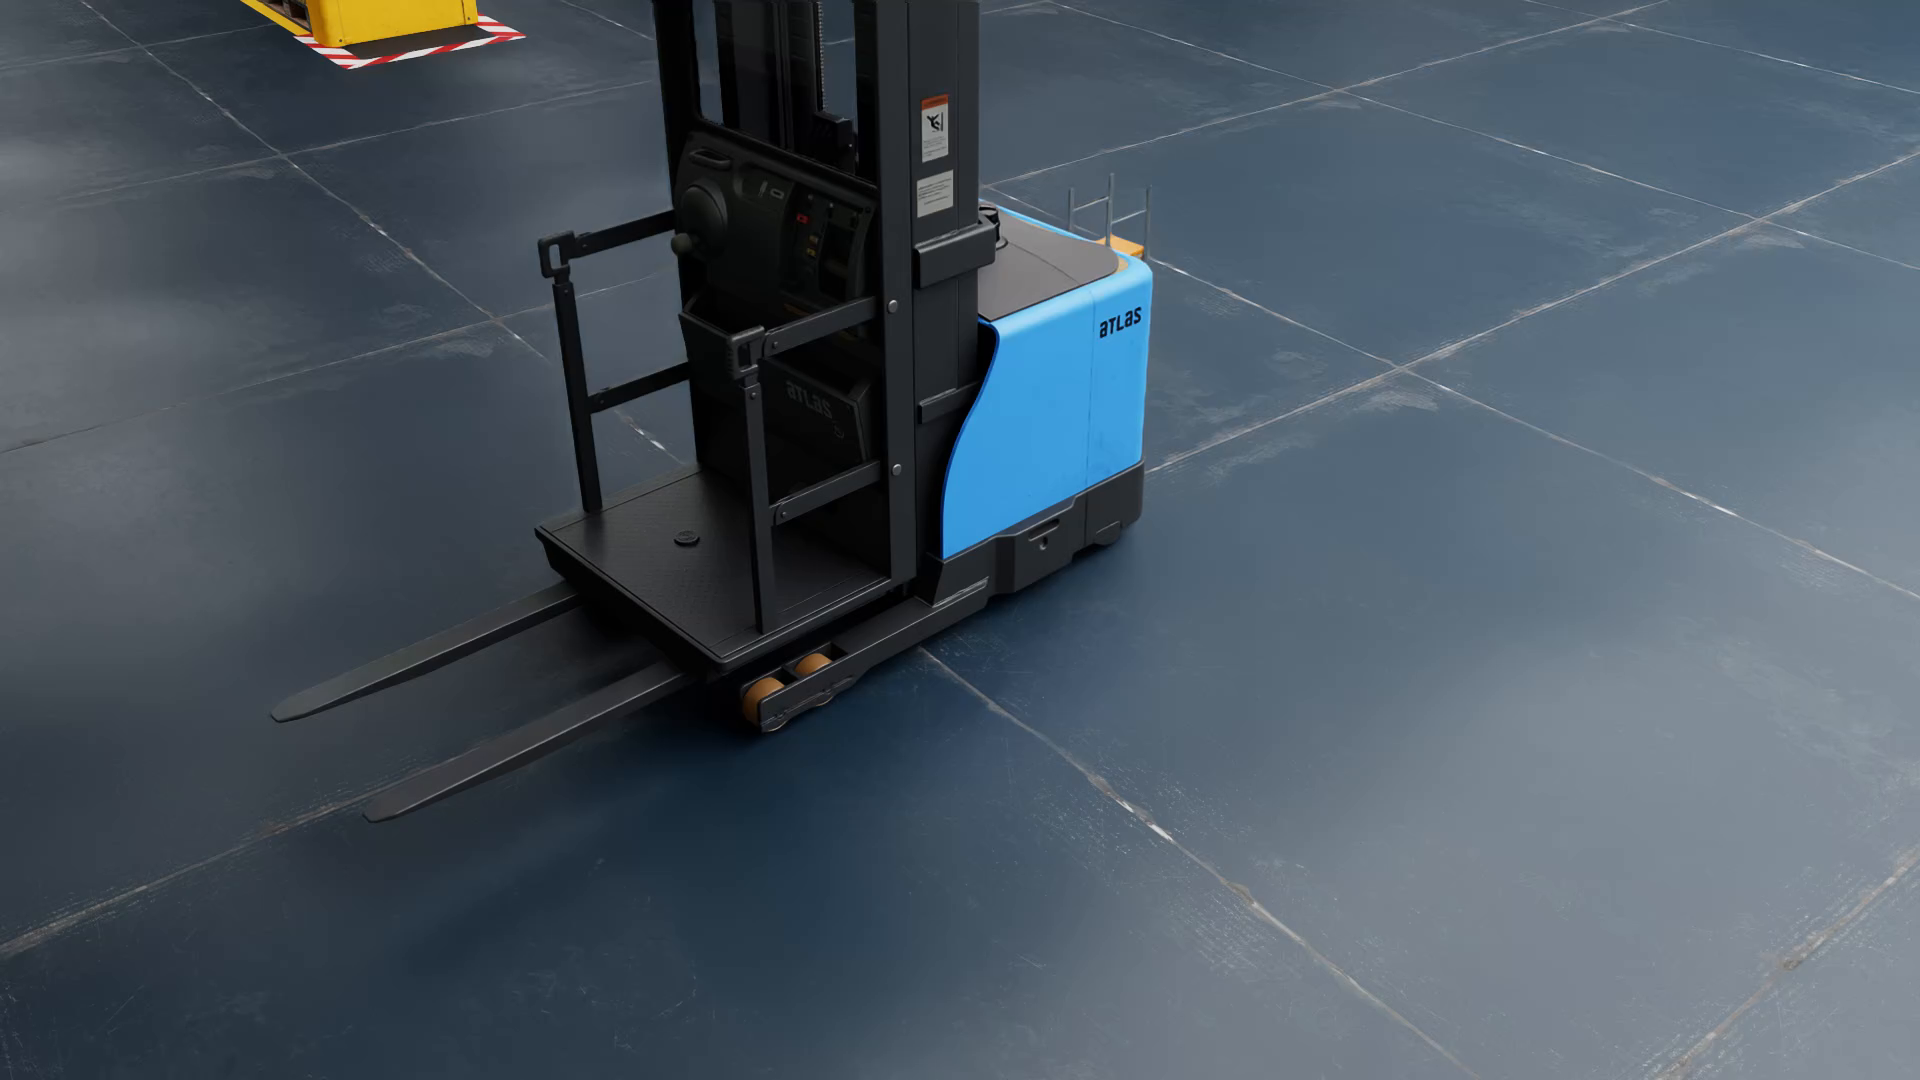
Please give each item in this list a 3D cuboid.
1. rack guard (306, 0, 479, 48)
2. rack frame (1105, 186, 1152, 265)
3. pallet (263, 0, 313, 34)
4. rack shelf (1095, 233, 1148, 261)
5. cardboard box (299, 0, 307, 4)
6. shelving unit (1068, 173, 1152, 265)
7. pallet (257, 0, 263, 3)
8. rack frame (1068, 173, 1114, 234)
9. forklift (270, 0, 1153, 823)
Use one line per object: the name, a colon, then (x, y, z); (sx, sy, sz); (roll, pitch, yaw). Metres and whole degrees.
rack guard: (-4.173, -3.997, 12.212); (1.175, 0.500, 0.348); (-22, 38, -31)
rack frame: (0.611, -0.736, 6.299); (0.240, 1.200, 0.006); (-27, 41, -36)
pallet: (-4.690, -4.190, 12.795); (1.003, 0.211, 1.213); (-22, 38, -31)
rack shelf: (0.547, -1.039, 6.188); (0.258, 0.103, 0.180); (-27, 41, -36)
cardboard box: (-4.750, -4.207, 12.389); (0.500, 0.250, 0.500); (-22, 38, -31)
shelving unit: (0.547, -0.771, 6.354); (0.258, 1.200, 0.189); (-27, 41, -36)
pallet: (-5.434, -4.698, 13.613); (1.003, 0.211, 1.213); (-22, 38, -31)
rack frame: (0.483, -0.806, 6.410); (0.240, 1.200, 0.006); (-27, 41, -36)
forklift: (-0.737, -0.950, 5.001); (3.031, 2.935, 1.130); (-26, 40, -35)
